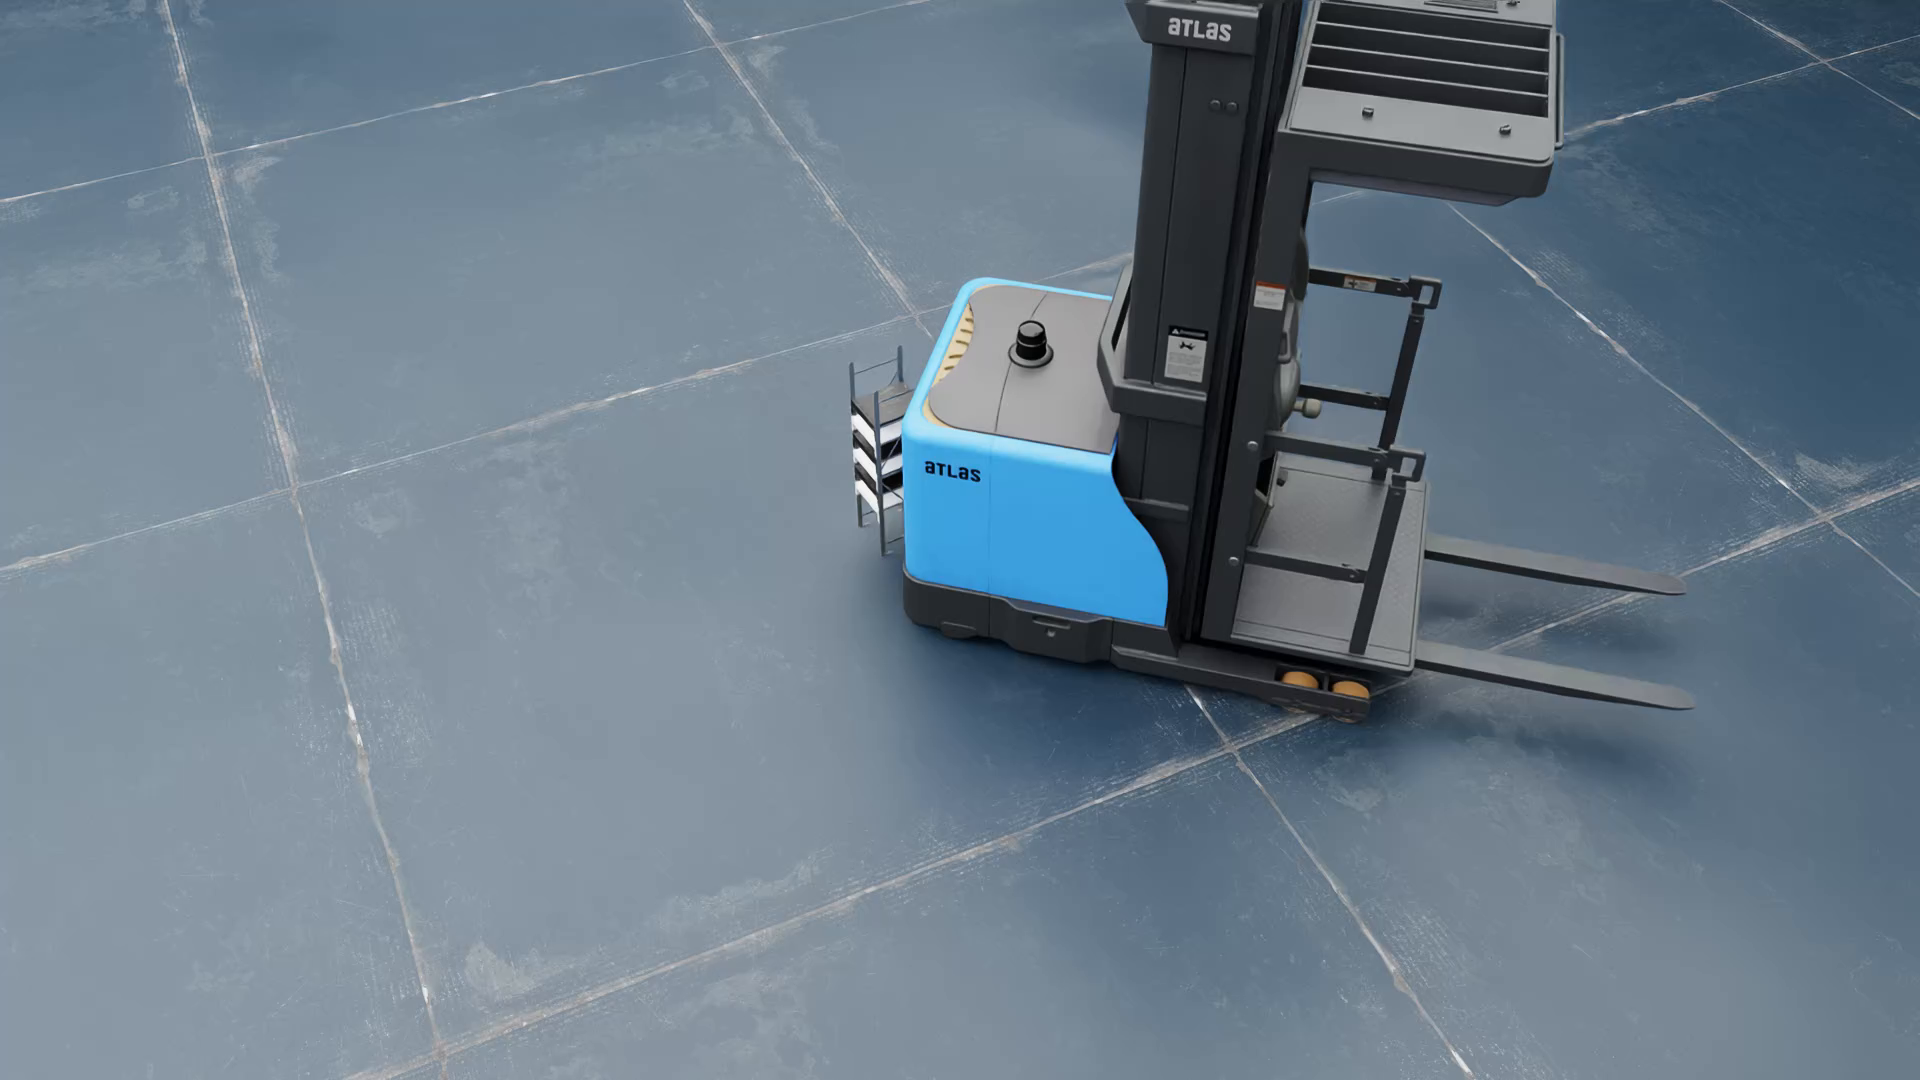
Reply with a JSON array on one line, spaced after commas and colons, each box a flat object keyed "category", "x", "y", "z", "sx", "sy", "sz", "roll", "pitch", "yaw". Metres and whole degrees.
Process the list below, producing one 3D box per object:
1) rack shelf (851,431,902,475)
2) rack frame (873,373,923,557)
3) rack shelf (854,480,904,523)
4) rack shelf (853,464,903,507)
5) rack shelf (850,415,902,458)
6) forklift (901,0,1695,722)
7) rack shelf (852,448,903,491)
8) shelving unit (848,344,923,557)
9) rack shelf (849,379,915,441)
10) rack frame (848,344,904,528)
[{"category": "rack shelf", "x": -0.283, "y": -0.396, "z": 6.799, "sx": 0.258, "sy": 0.077, "sz": 0.200, "roll": -23, "pitch": 49, "yaw": -21}, {"category": "rack frame", "x": -0.231, "y": -0.294, "z": 6.776, "sx": 0.240, "sy": 0.900, "sz": 0.006, "roll": -23, "pitch": 49, "yaw": -21}, {"category": "rack shelf", "x": -0.283, "y": -0.204, "z": 6.988, "sx": 0.258, "sy": 0.077, "sz": 0.200, "roll": -23, "pitch": 49, "yaw": -21}, {"category": "rack shelf", "x": -0.283, "y": -0.268, "z": 6.925, "sx": 0.258, "sy": 0.077, "sz": 0.200, "roll": -23, "pitch": 49, "yaw": -21}, {"category": "rack shelf", "x": -0.283, "y": -0.460, "z": 6.735, "sx": 0.258, "sy": 0.077, "sz": 0.200, "roll": -23, "pitch": 49, "yaw": -21}, {"category": "forklift", "x": 1.346, "y": -0.757, "z": 5.799, "sx": 3.031, "sy": 2.935, "sz": 1.130, "roll": 10, "pitch": 46, "yaw": 10}, {"category": "rack shelf", "x": -0.283, "y": -0.332, "z": 6.862, "sx": 0.258, "sy": 0.077, "sz": 0.200, "roll": -23, "pitch": 49, "yaw": -21}, {"category": "shelving unit", "x": -0.283, "y": -0.355, "z": 6.838, "sx": 0.258, "sy": 0.900, "sz": 0.210, "roll": -23, "pitch": 49, "yaw": -21}, {"category": "rack shelf", "x": -0.283, "y": -0.524, "z": 6.672, "sx": 0.258, "sy": 0.077, "sz": 0.200, "roll": -23, "pitch": 49, "yaw": -21}, {"category": "rack frame", "x": -0.335, "y": -0.417, "z": 6.900, "sx": 0.240, "sy": 0.900, "sz": 0.006, "roll": -23, "pitch": 49, "yaw": -21}]
